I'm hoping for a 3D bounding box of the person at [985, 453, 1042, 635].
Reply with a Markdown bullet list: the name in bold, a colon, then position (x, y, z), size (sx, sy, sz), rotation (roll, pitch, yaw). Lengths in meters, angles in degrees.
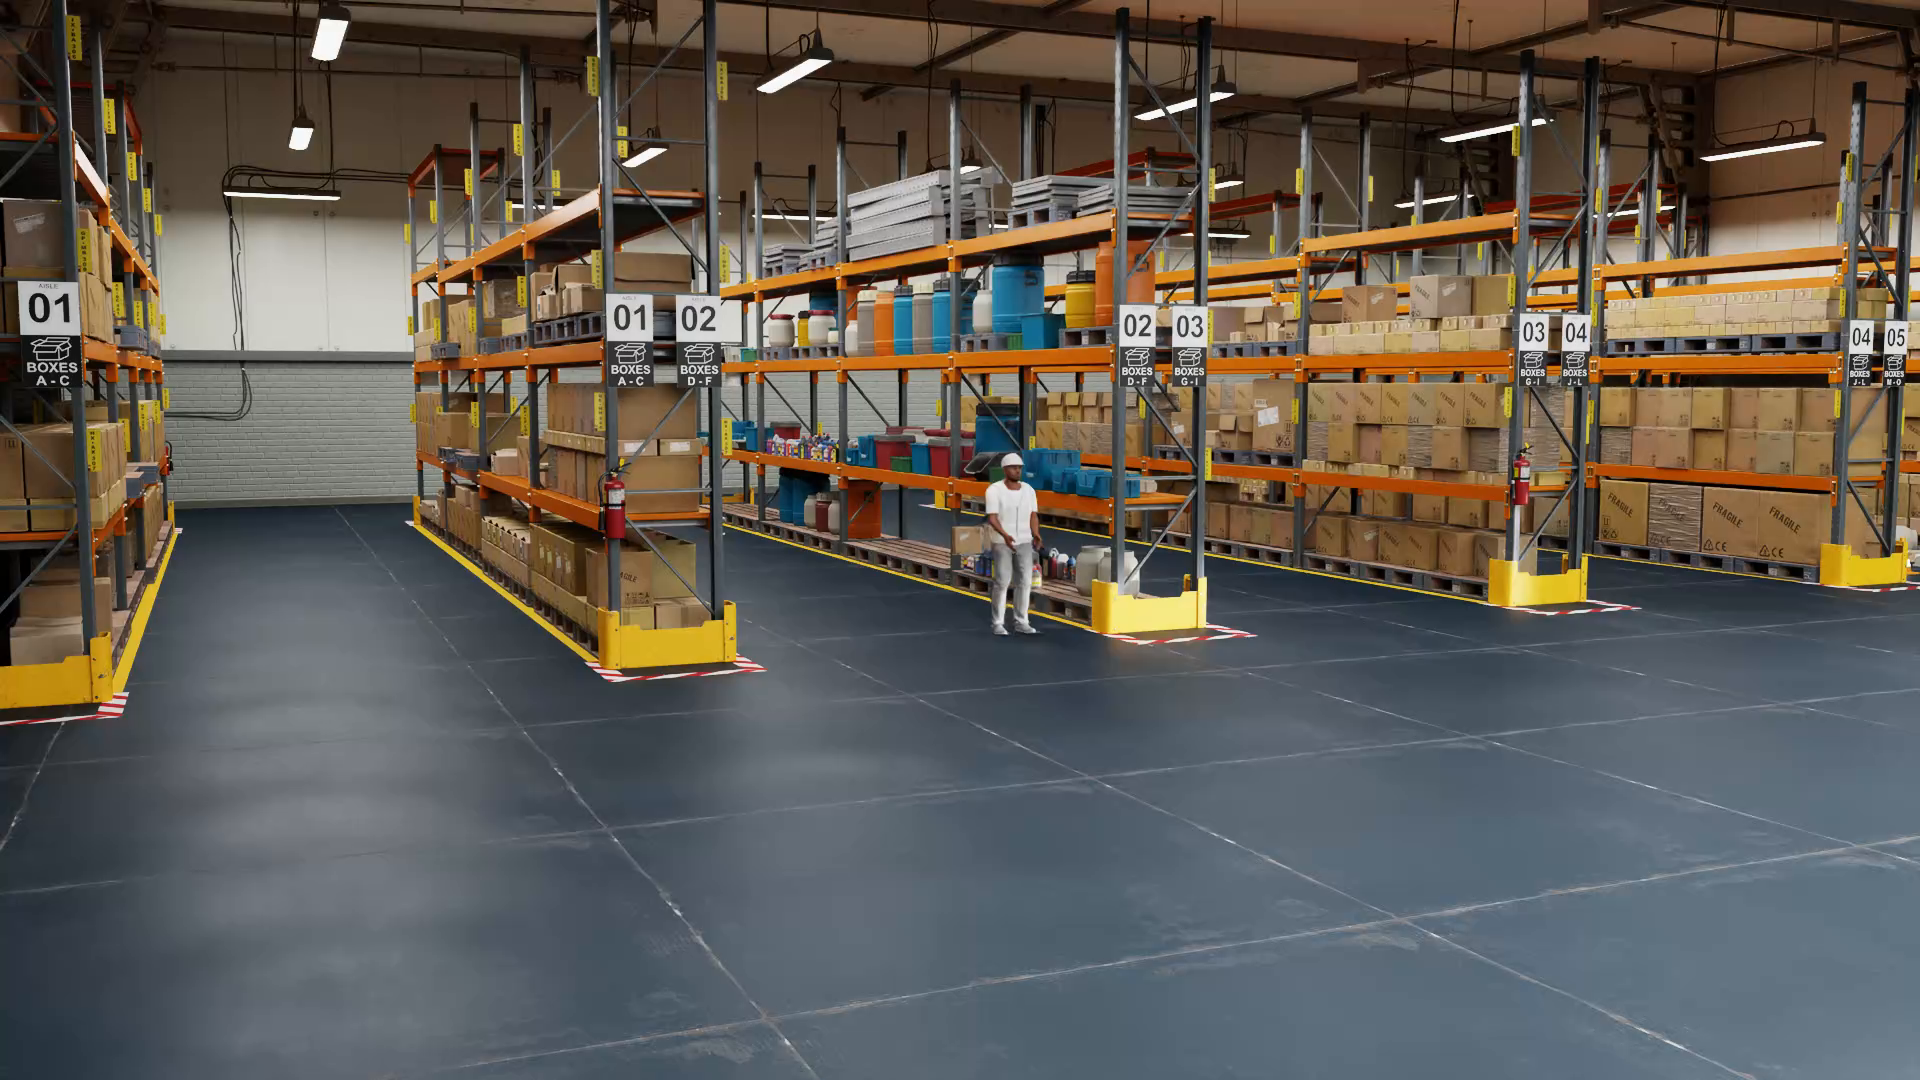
- **person**: position (0.542, 0.044, 16.159), size (0.548, 1.770, 0.541), rotation (-2, 6, -24)
